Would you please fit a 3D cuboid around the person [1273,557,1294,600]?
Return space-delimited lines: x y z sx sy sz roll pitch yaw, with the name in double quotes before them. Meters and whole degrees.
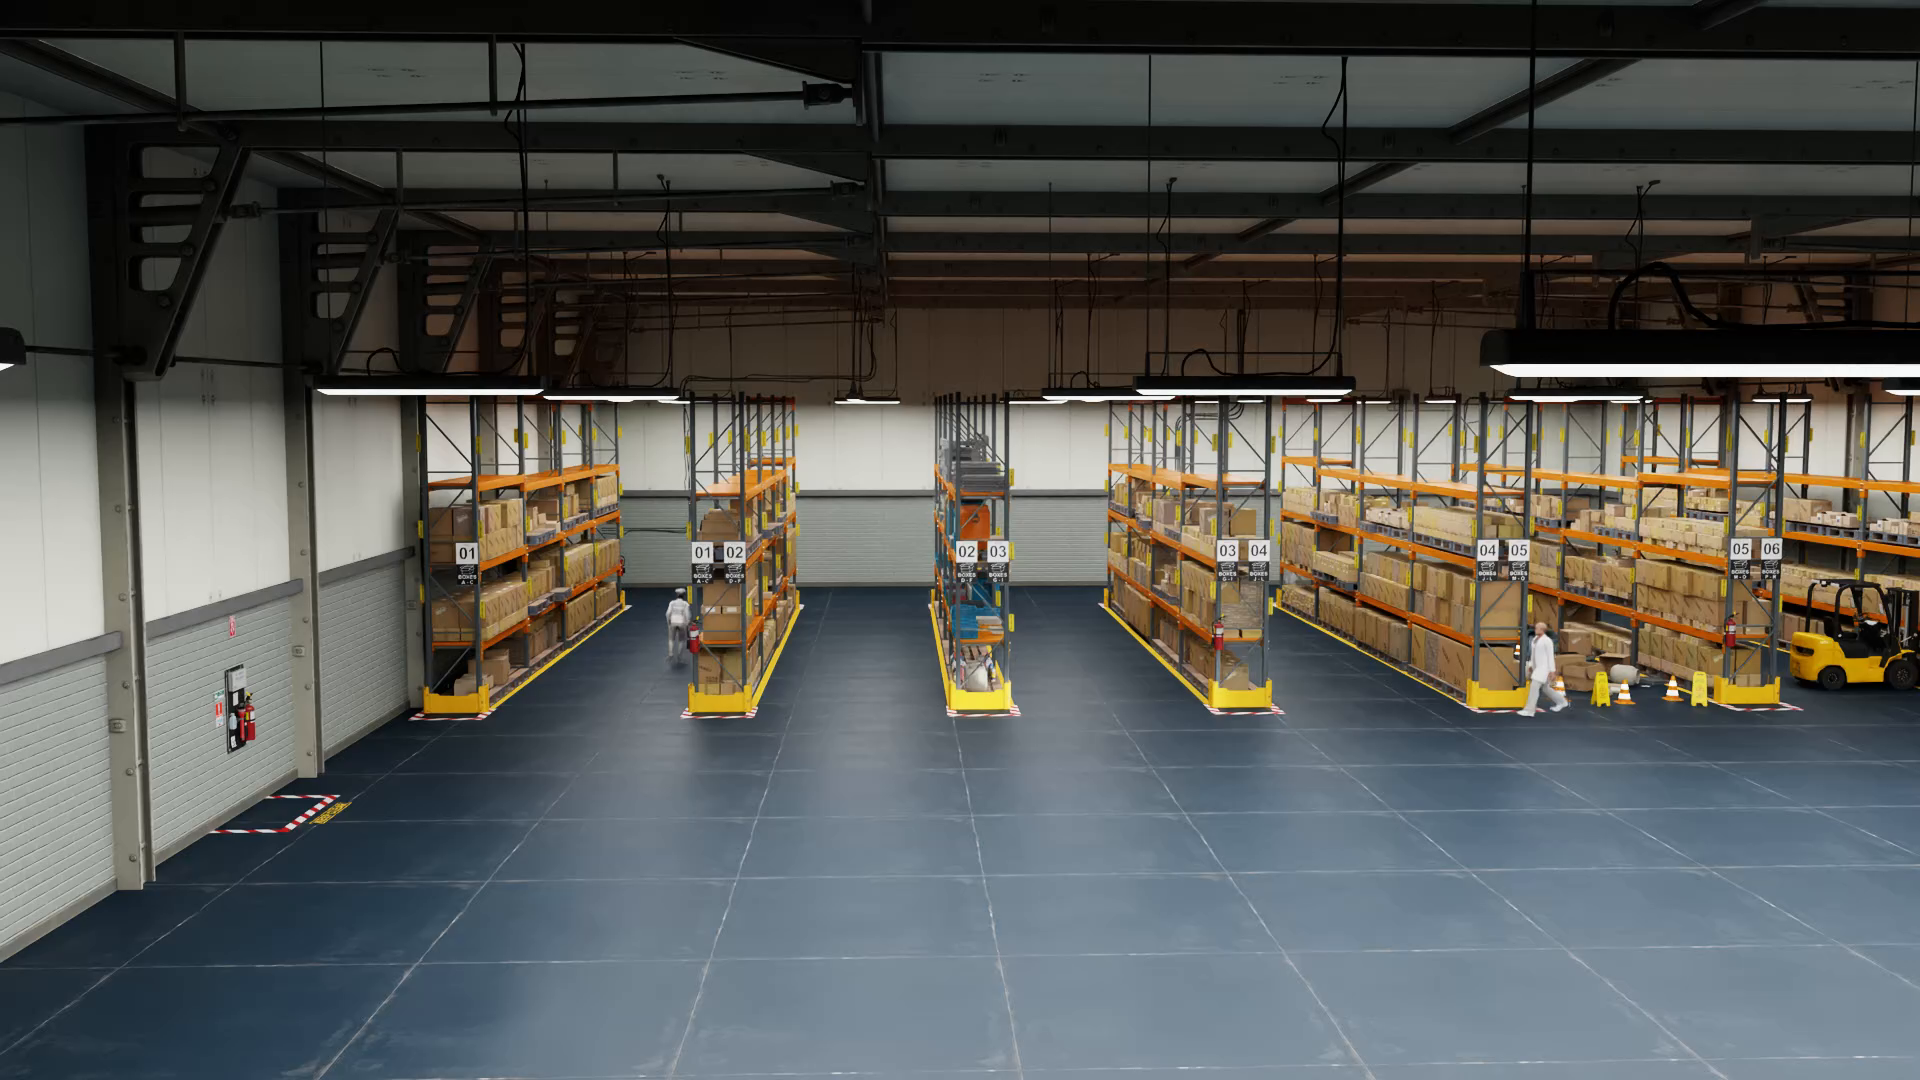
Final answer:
"person" 9.673 0.962 49.423 0.649 1.725 0.534 -4 6 -39

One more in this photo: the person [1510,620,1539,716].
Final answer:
"person" 10.493 2.358 30.699 0.566 1.772 0.561 -1 5 -11

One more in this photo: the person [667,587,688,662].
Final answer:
"person" -6.332 1.927 37.252 0.585 1.743 0.323 2 5 25
